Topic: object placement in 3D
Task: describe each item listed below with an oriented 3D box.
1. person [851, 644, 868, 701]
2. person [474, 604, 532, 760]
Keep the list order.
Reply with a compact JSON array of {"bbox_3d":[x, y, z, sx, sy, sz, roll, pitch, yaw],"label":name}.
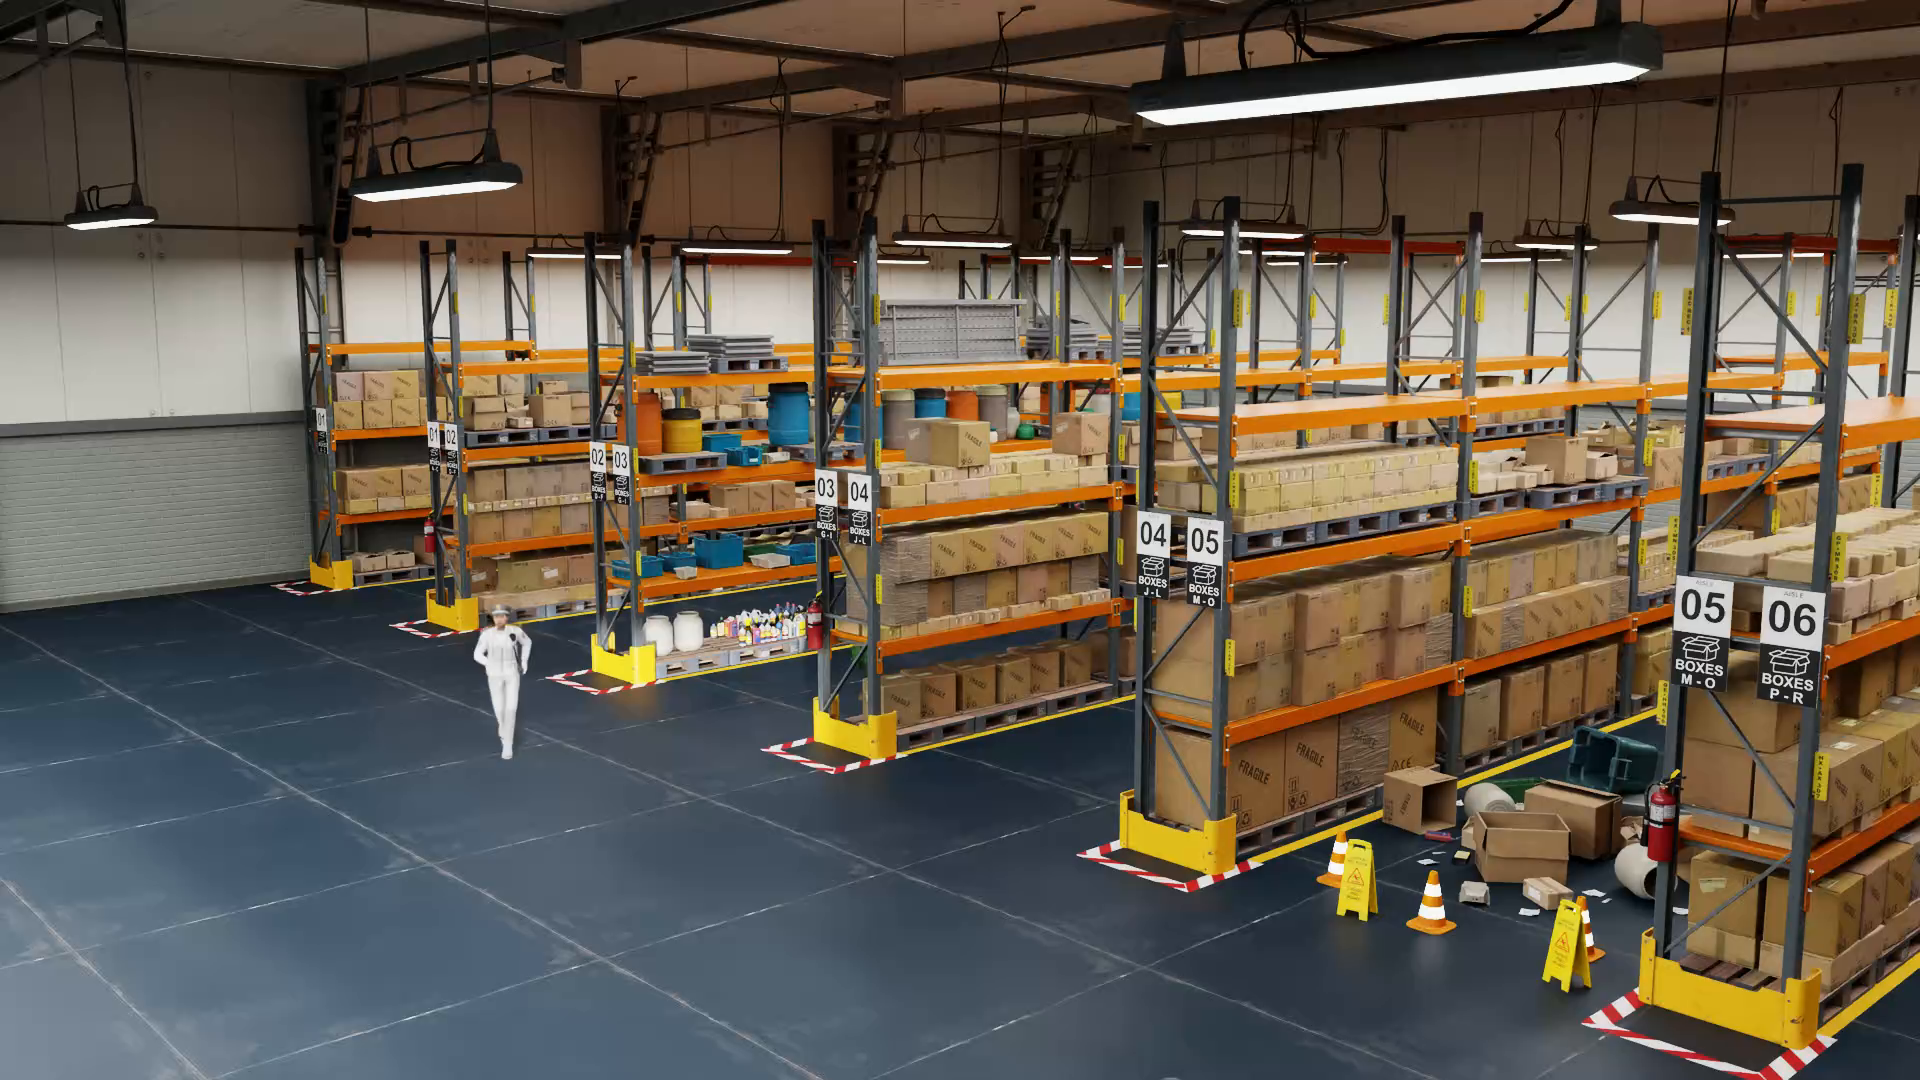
[{"bbox_3d":[-1.124,1.178,21.431,0.658,1.740,0.606,5,10,30],"label":"person"},{"bbox_3d":[-5.202,1.563,18.953,0.624,1.708,0.923,-2,9,-10],"label":"person"}]
